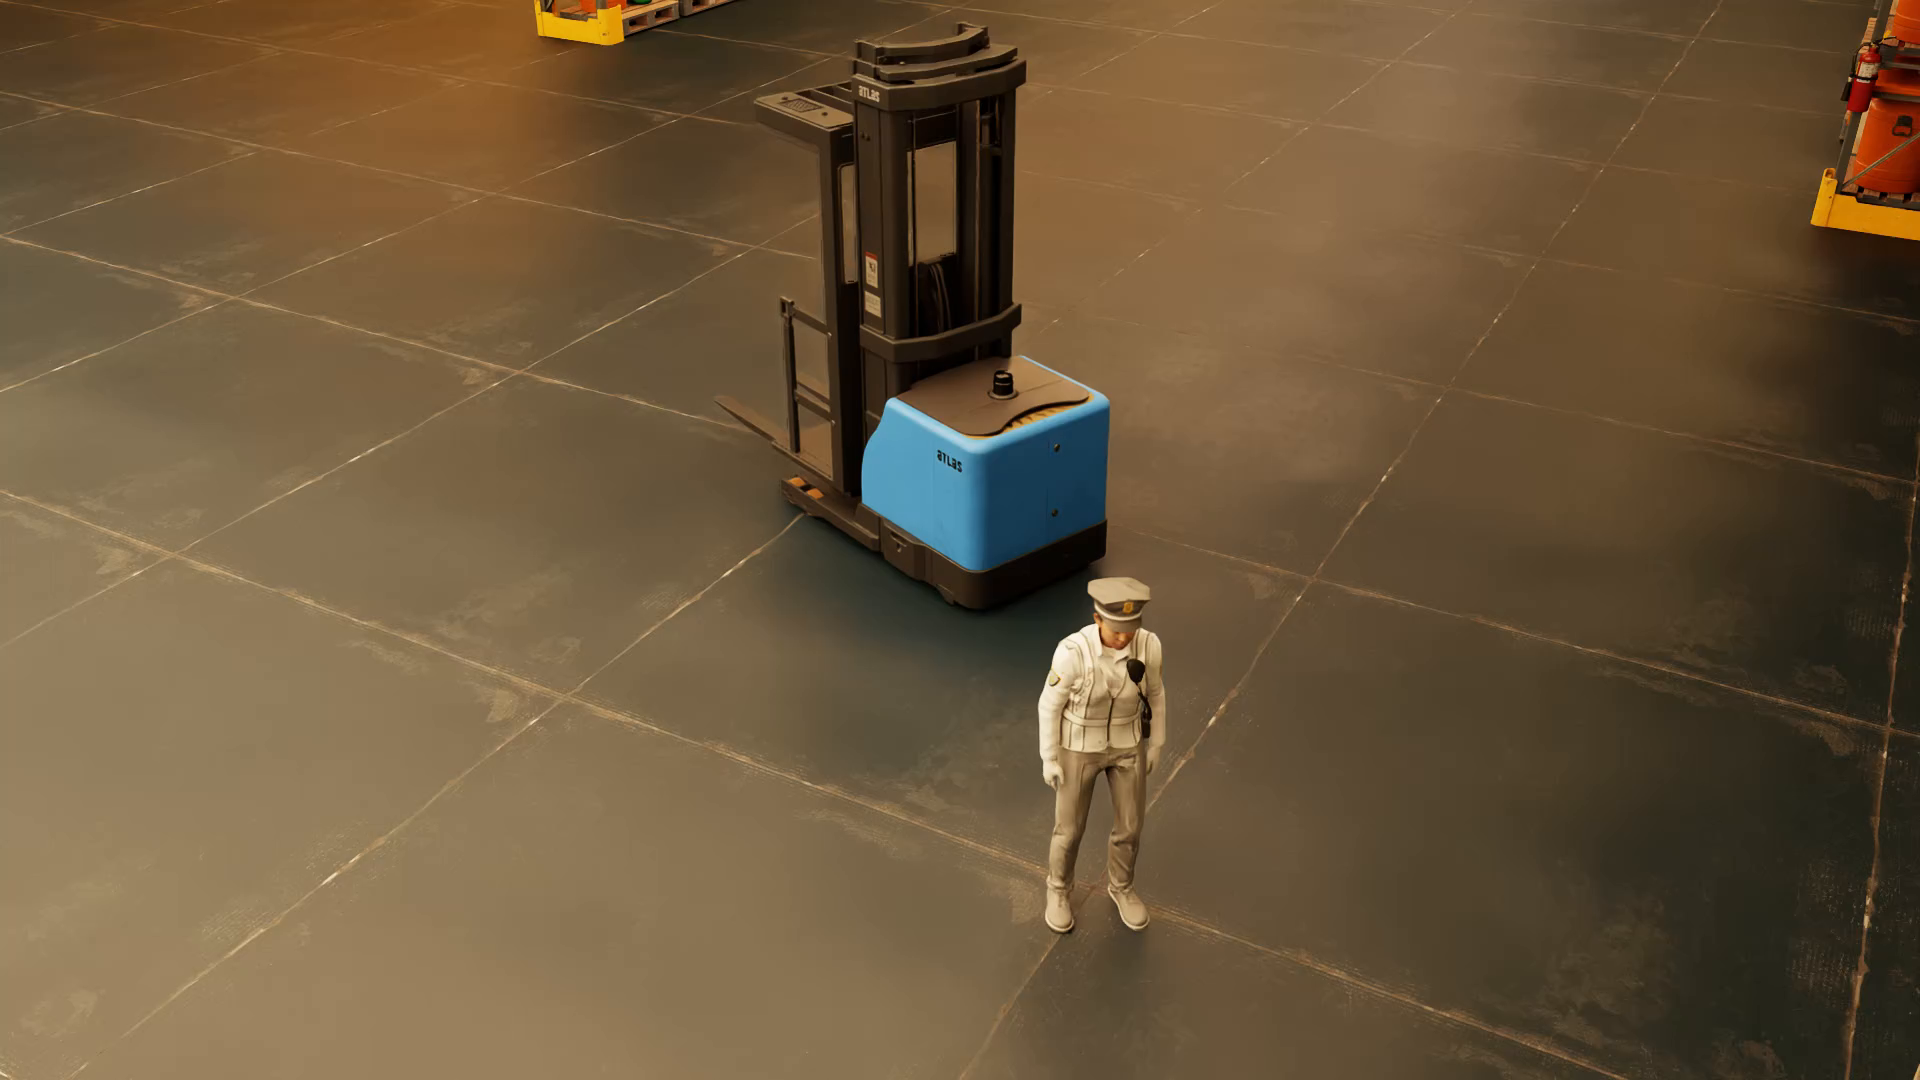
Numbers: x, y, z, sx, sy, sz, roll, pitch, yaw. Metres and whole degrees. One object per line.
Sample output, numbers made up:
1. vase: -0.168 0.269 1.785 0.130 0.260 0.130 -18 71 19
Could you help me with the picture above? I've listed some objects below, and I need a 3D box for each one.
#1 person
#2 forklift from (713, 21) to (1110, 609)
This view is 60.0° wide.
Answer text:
1. person: 0.589 0.875 6.833 0.534 1.667 0.380 -5 30 -9
2. forklift: -0.461 -1.556 9.766 1.130 2.935 3.031 -22 37 -33
